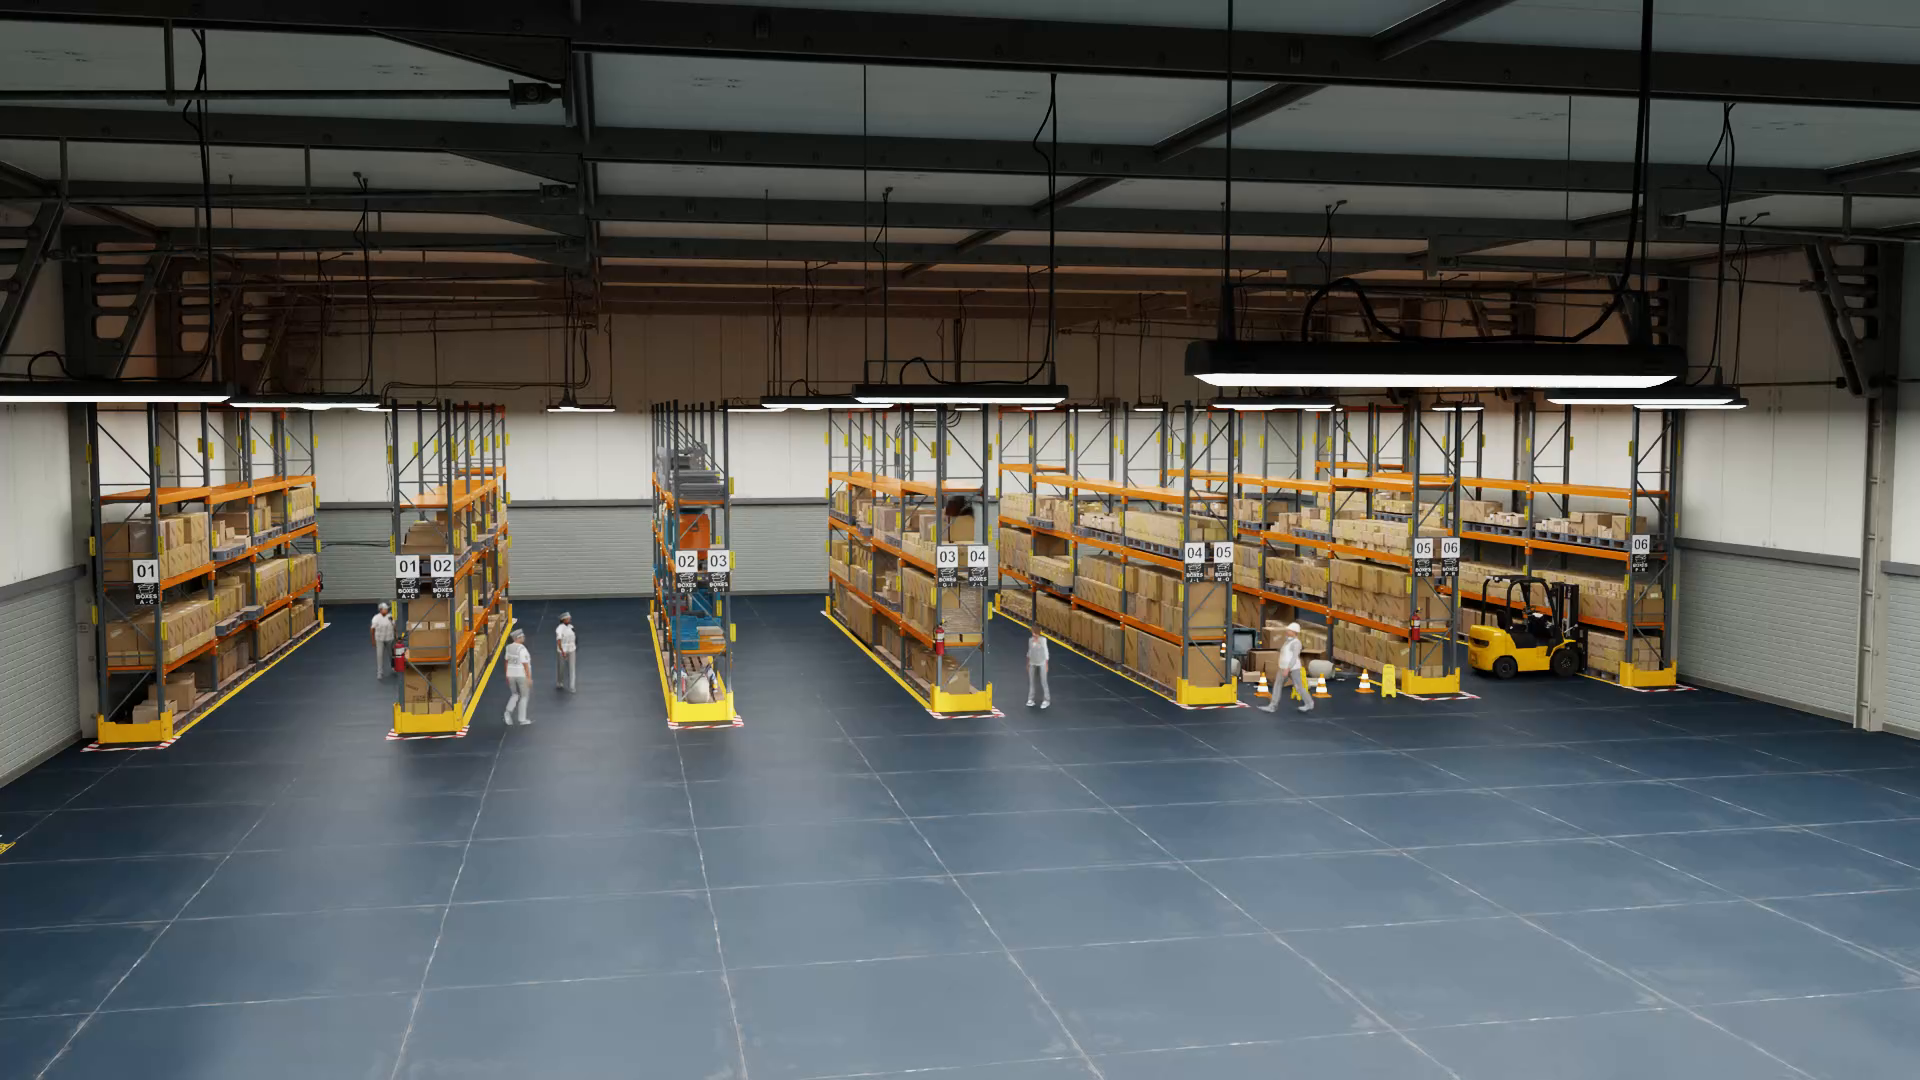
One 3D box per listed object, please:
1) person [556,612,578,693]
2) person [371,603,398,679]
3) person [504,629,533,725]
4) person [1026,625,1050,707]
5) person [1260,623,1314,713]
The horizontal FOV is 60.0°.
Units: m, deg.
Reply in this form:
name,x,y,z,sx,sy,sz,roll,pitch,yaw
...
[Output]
name,x,y,z,sx,sy,sz,roll,pitch,yaw
person,-8.146,2.304,34.441,0.433,1.648,0.938,-2,5,-23
person,-12.522,2.180,36.259,0.607,1.615,0.976,-1,4,-12
person,-8.132,2.523,30.632,0.591,1.781,0.472,2,5,20
person,1.505,2.526,32.626,0.487,1.473,0.361,2,5,30
person,6.295,2.458,31.849,1.018,1.728,0.531,-2,5,-26
